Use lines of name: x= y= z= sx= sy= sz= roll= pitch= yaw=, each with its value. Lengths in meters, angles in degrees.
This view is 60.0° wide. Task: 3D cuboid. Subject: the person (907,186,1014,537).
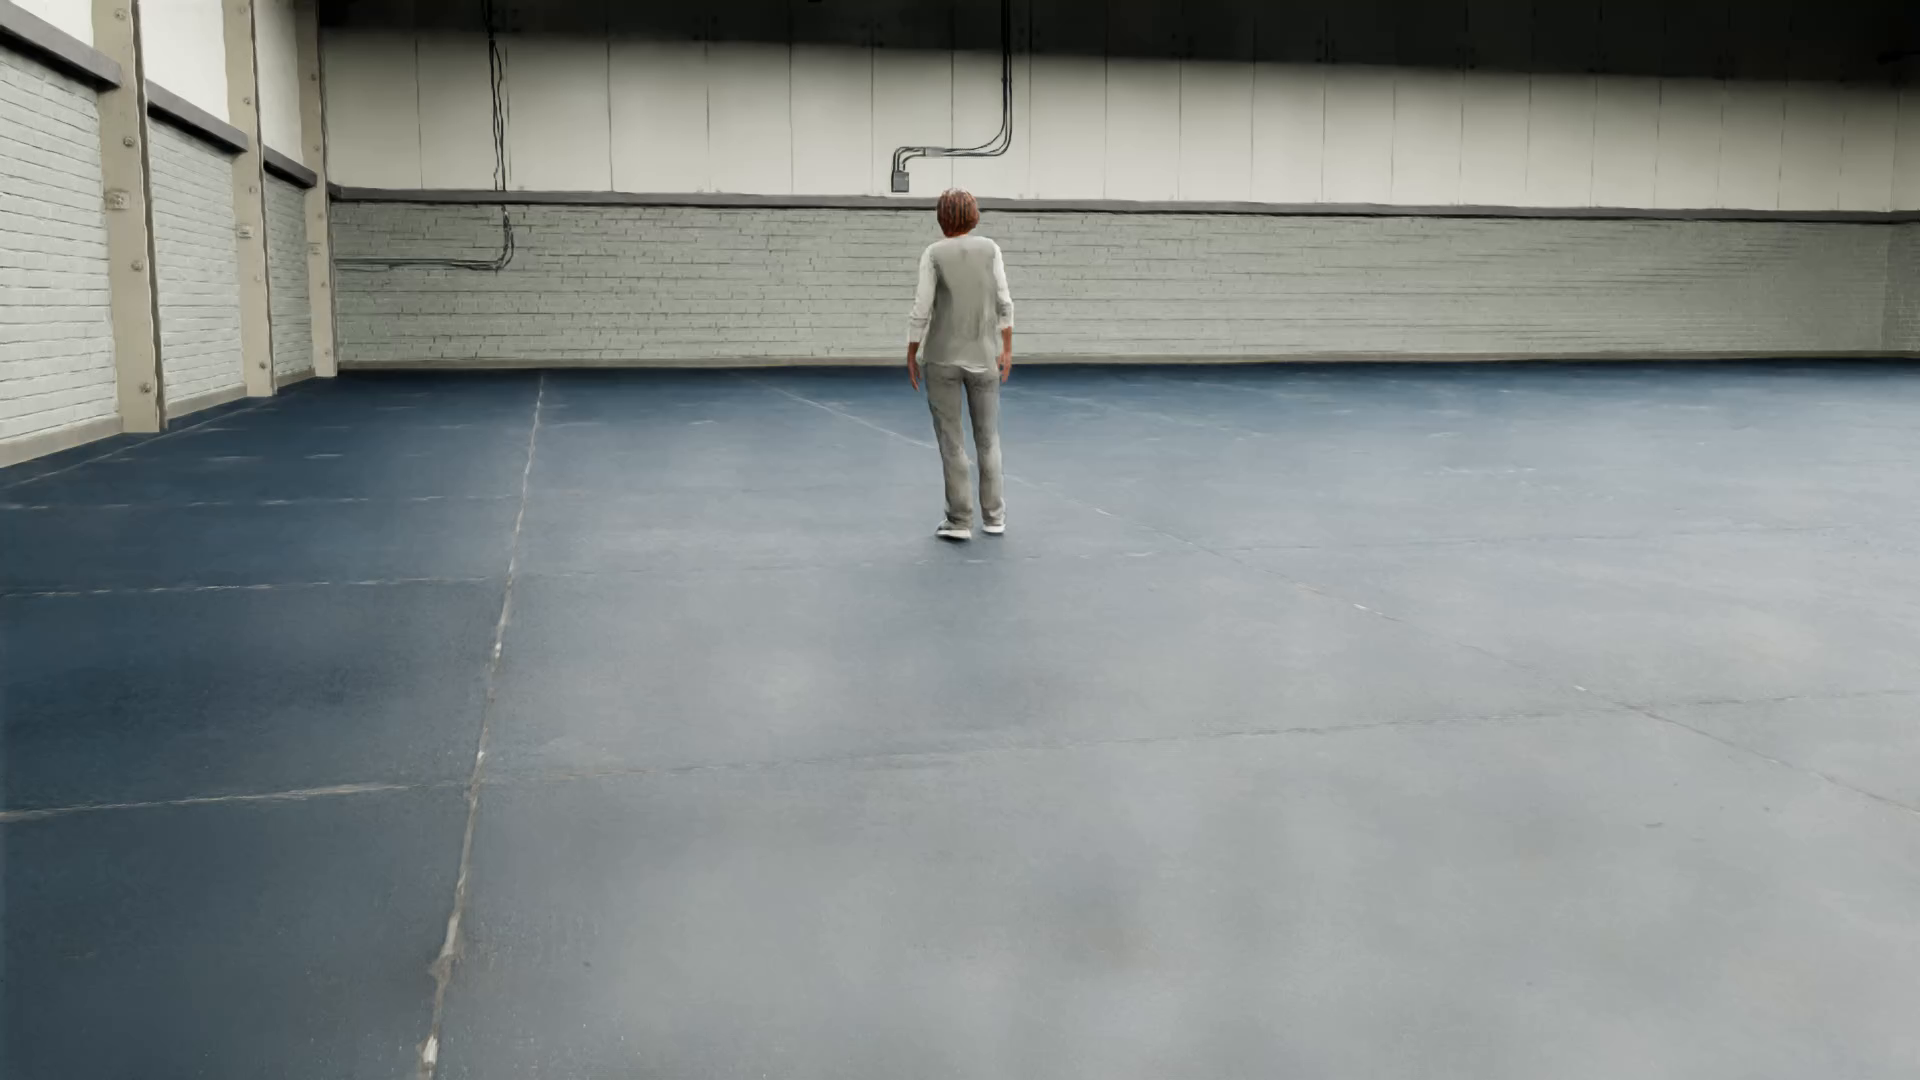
person: x=-0.004 y=-0.807 z=7.670 sx=0.521 sy=1.594 sz=0.474 roll=-2 pitch=8 yaw=-13
